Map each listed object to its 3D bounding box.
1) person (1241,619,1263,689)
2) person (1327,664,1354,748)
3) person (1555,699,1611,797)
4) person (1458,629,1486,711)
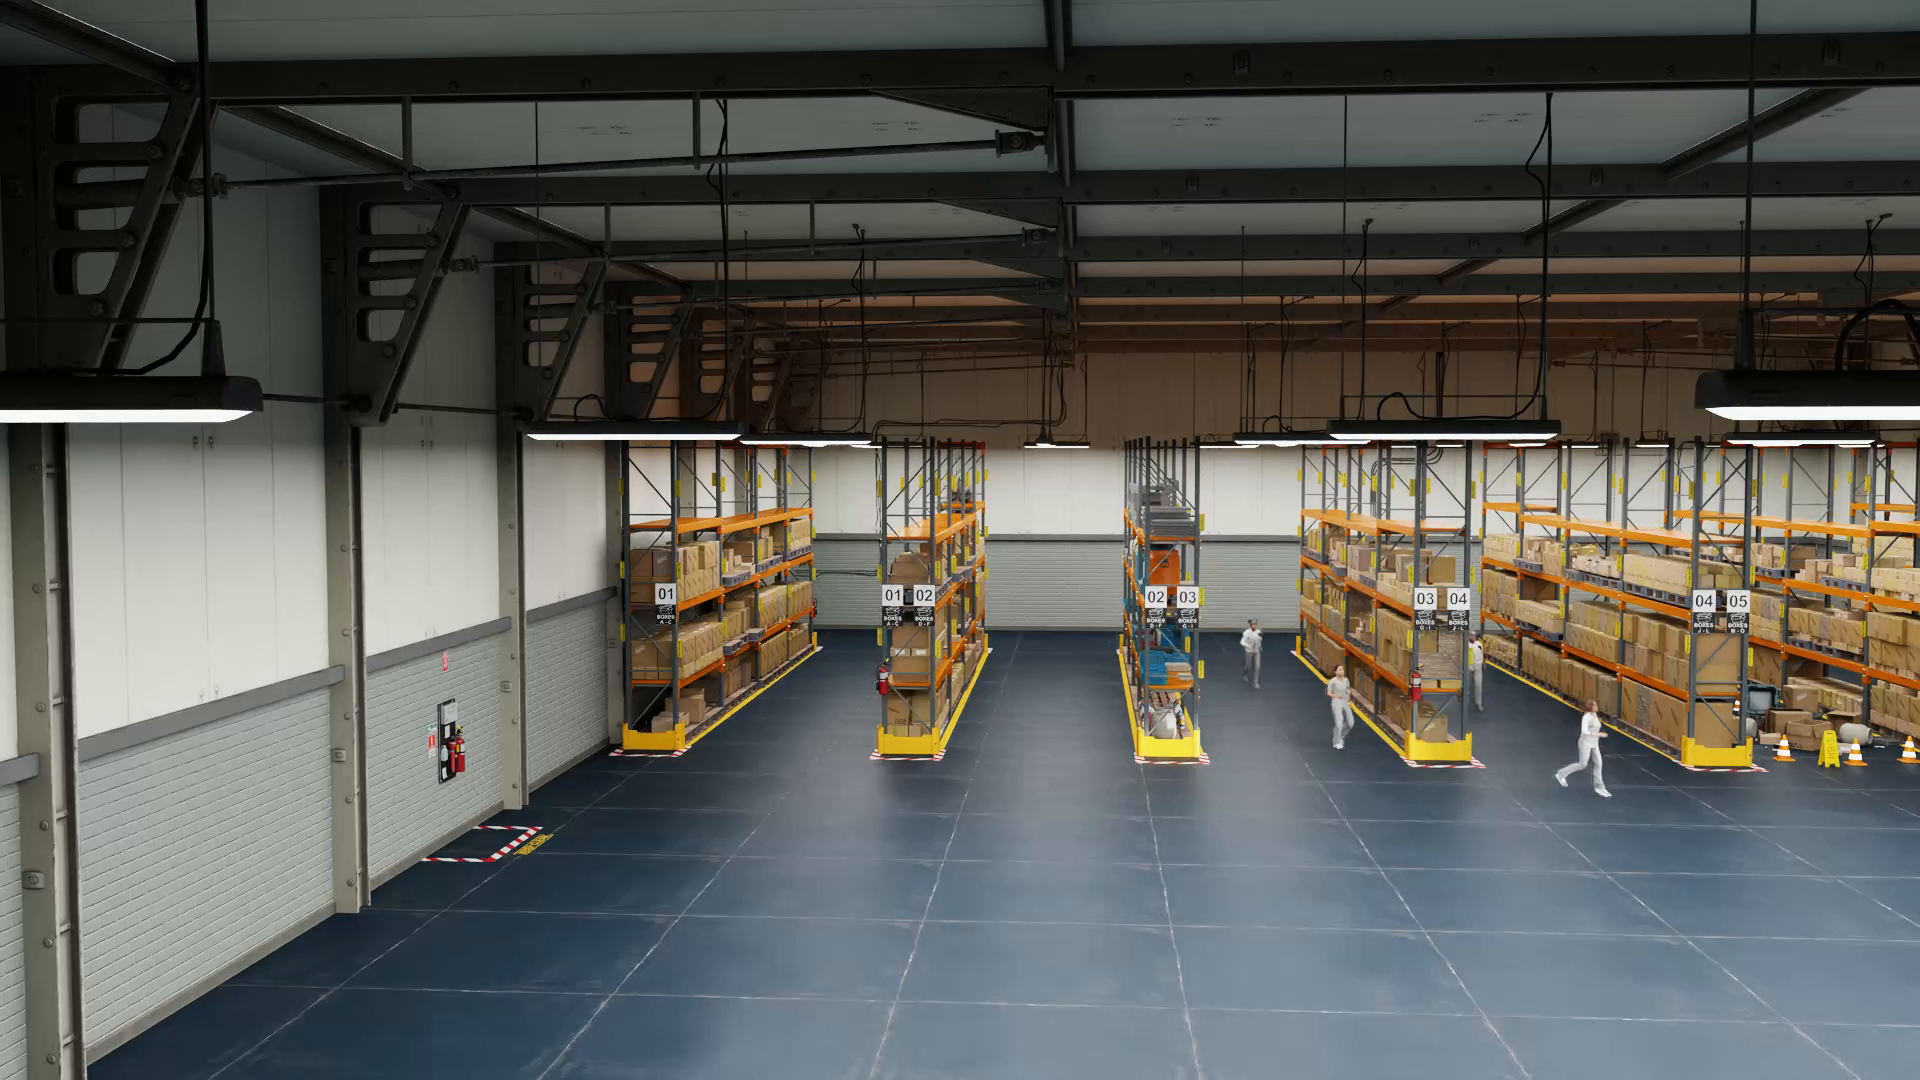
[{"bbox_3d":[7.081,2.725,40.341,0.600,1.681,0.892,-1,3,-10],"label":"person"},{"bbox_3d":[7.315,3.191,31.840,0.554,1.627,0.548,-1,3,-16],"label":"person"},{"bbox_3d":[10.430,3.450,27.743,0.882,1.584,0.550,3,4,42],"label":"person"},{"bbox_3d":[11.336,2.846,36.828,0.665,1.761,0.987,0,3,-3],"label":"person"}]
